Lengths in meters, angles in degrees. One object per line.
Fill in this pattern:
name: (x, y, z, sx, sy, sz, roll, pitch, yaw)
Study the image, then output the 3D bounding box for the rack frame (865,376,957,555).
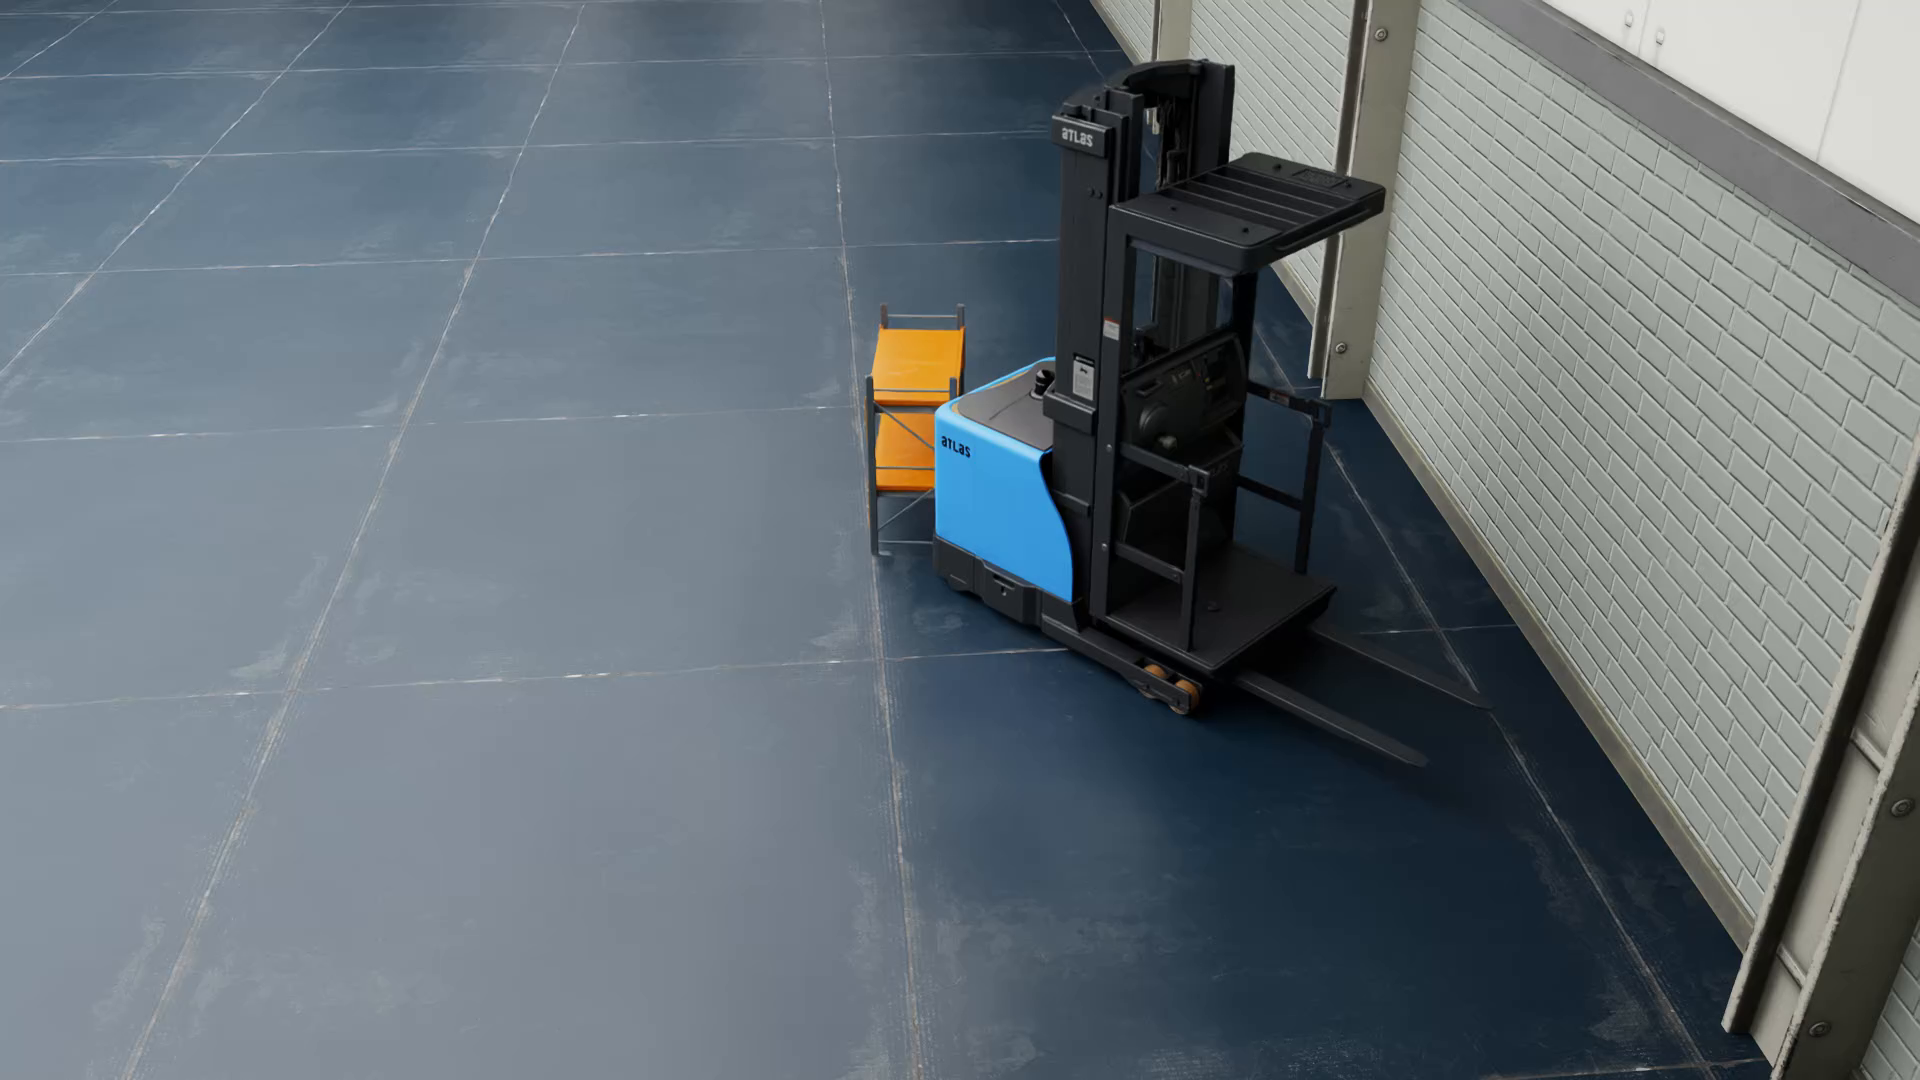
rack frame: (-0.265, -0.400, 9.322, 0.500, 1.125, 0.032, 1, 31, 2)

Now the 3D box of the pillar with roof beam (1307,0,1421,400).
pillar with roof beam: (-1.673, -4.723, 8.882, 9.100, 9.000, 0.400, -3, 31, -5)

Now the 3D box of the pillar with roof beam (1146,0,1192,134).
pillar with roof beam: (-2.234, -7.787, 14.011, 9.100, 9.000, 0.400, -3, 31, -5)

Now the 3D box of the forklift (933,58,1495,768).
forklift: (1.256, -0.692, 8.050, 3.031, 2.935, 1.130, 26, 40, 37)

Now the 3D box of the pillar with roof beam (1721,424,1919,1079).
pillar with roof beam: (-1.113, -1.660, 3.754, 9.100, 9.000, 0.400, -3, 31, -5)

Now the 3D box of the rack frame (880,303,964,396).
rack frame: (-0.226, -0.921, 10.194, 0.500, 1.125, 0.032, 1, 31, 2)

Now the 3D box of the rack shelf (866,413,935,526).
rack shelf: (-0.245, -0.450, 9.884, 0.538, 0.278, 1.000, 1, 31, 2)

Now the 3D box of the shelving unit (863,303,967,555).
shelving unit: (-0.245, -0.660, 9.758, 0.538, 1.125, 1.048, 1, 31, 2)

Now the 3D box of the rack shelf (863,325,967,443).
rack shelf: (-0.246, -0.911, 9.608, 0.538, 0.278, 1.000, 1, 31, 2)
